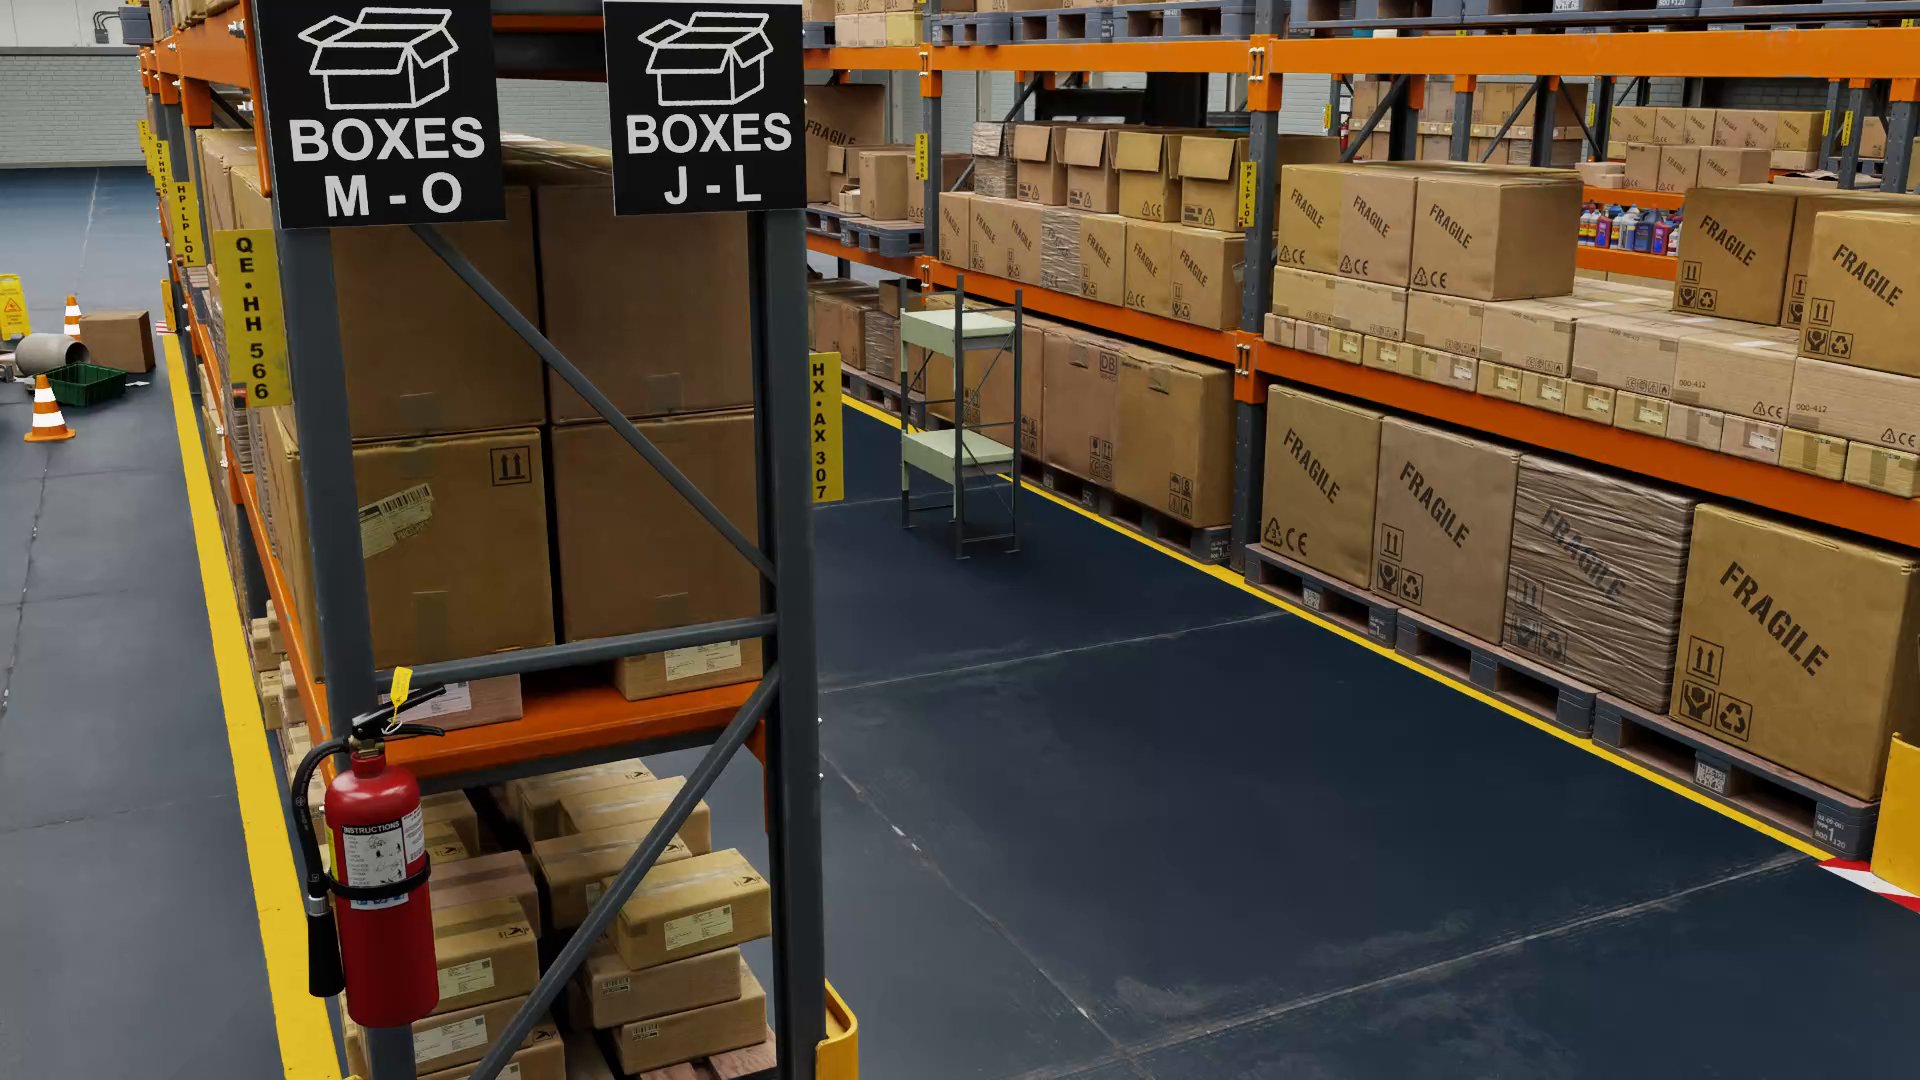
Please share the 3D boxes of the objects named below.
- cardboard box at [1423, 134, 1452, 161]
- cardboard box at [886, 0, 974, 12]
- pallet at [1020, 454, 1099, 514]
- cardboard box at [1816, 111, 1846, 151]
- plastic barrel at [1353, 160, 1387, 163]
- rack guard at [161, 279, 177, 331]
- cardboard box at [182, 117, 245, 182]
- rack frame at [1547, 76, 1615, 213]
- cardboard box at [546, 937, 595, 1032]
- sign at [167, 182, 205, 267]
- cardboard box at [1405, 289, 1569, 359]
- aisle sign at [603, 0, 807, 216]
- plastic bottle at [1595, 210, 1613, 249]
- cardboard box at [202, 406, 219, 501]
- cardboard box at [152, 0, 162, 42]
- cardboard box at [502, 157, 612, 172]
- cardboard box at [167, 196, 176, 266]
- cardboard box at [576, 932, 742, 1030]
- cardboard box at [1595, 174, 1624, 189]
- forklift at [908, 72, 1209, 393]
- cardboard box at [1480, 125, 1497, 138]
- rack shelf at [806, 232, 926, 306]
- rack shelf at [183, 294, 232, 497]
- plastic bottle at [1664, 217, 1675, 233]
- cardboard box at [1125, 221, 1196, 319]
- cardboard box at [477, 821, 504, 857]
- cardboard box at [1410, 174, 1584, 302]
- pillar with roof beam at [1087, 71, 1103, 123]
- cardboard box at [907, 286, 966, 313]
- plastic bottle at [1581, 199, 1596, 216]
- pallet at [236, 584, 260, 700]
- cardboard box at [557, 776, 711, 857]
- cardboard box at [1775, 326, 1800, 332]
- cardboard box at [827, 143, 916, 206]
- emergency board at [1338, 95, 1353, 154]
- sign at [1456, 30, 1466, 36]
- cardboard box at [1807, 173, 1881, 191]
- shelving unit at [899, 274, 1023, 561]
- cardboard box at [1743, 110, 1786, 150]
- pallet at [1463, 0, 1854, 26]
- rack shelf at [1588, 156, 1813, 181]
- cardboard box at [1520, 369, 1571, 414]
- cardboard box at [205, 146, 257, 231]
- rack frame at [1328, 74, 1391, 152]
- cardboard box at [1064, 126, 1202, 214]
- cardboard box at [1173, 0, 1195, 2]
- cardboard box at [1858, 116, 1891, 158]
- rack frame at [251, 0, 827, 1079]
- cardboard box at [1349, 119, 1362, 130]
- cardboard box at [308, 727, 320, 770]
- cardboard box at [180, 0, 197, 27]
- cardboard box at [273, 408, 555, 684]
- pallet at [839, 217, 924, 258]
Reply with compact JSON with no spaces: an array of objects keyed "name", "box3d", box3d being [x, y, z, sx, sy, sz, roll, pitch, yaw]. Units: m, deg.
[{"name":"cardboard box","box3d":[6.486,-5.043,21.704,0.700,0.500,0.500,-7,17,-23]},{"name":"cardboard box","box3d":[-0.224,-4.134,12.193,0.500,0.500,0.500,-7,17,-23]},{"name":"pallet","box3d":[1.018,-0.469,11.001,1.003,0.211,1.213,-8,18,-25]},{"name":"cardboard box","box3d":[11.798,-5.543,22.504,0.500,0.500,0.500,-8,18,-26]},{"name":"plastic barrel","box3d":[3.835,-3.302,15.615,0.421,0.512,0.421,0,16,0]},{"name":"rack guard","box3d":[-7.808,-2.530,17.659,1.175,0.500,0.348,-8,18,-25]},{"name":"cardboard box","box3d":[-5.374,-2.887,12.378,0.700,0.500,0.500,-7,18,-24]},{"name":"rack frame","box3d":[7.364,-4.504,20.007,1.000,3.000,0.127,-8,18,-25]},{"name":"cardboard box","box3d":[-0.918,1.187,4.583,0.380,0.149,0.250,-8,18,-25]},{"name":"sign","box3d":[-3.038,-1.238,6.528,0.100,0.325,0.005,-8,18,-25]},{"name":"cardboard box","box3d":[2.378,-0.995,7.512,0.500,0.250,0.500,-7,18,-24]},{"name":"aisle sign","box3d":[-0.487,-1.025,3.173,0.394,0.787,0.004,-8,18,-25]},{"name":"plastic bottle","box3d":[5.027,-2.420,12.956,0.061,0.283,0.133,-8,18,-25]},{"name":"cardboard box","box3d":[-4.212,-0.536,9.949,0.500,0.500,0.500,-8,18,-27]},{"name":"cardboard box","box3d":[-4.056,-2.934,8.919,0.500,0.500,0.500,-8,18,-25]},{"name":"cardboard box","box3d":[-0.973,-0.697,4.209,0.500,0.500,0.500,-7,17,-23]},{"name":"cardboard box","box3d":[-5.396,-2.243,11.948,0.500,0.500,0.500,-7,18,-24]},{"name":"cardboard box","box3d":[-0.787,1.107,4.324,0.380,0.149,0.250,-7,17,-23]},{"name":"cardboard box","box3d":[7.569,-4.139,19.190,0.380,0.149,0.250,-8,18,-25]},{"name":"forklift","box3d":[1.106,-2.368,12.688,3.031,2.935,1.130,4,16,12]},{"name":"cardboard box","box3d":[6.713,-5.096,20.714,0.380,0.149,0.250,-8,18,-25]},{"name":"rack shelf","box3d":[-0.666,-2.466,14.210,1.077,0.370,4.000,-8,18,-25]},{"name":"rack shelf","box3d":[-3.417,-0.900,8.752,1.077,0.370,4.000,-8,18,-25]},{"name":"plastic bottle","box3d":[5.331,-2.292,12.531,0.097,0.271,0.097,0,16,0]},{"name":"cardboard box","box3d":[1.301,-1.578,9.632,0.500,0.500,0.500,-7,17,-23]},{"name":"cardboard box","box3d":[-1.530,0.964,4.822,0.380,0.149,0.250,-8,18,-26]},{"name":"cardboard box","box3d":[2.383,-1.354,7.404,0.500,0.500,0.500,-8,18,-27]},{"name":"pillar with roof beam","box3d":[-0.608,-12.853,38.224,9.100,9.000,0.400,-8,18,-25]},{"name":"cardboard box","box3d":[-0.110,-1.849,13.129,0.500,0.250,0.500,-7,17,-23]},{"name":"plastic bottle","box3d":[5.324,-2.752,14.115,0.061,0.283,0.133,-8,18,-25]},{"name":"pallet","box3d":[-2.883,0.398,7.981,1.003,0.211,1.213,-8,18,-25]},{"name":"cardboard box","box3d":[-0.936,0.822,4.777,0.380,0.149,0.250,-8,18,-25]},{"name":"cardboard box","box3d":[3.514,-0.683,6.424,0.500,0.250,0.500,-8,18,-26]},{"name":"cardboard box","box3d":[-0.700,-3.140,14.307,0.797,0.503,0.637,-6,17,-19]},{"name":"emergency board","box3d":[7.471,-8.131,32.647,0.194,1.169,0.643,-8,18,-25]},{"name":"sign","box3d":[4.171,-4.237,13.831,0.100,0.325,0.005,-8,18,-25]},{"name":"cardboard box","box3d":[8.997,-3.565,16.895,0.500,0.311,0.500,-6,17,-21]},{"name":"shelving unit","box3d":[-0.003,-0.723,9.550,0.431,1.500,0.755,-8,18,-25]},{"name":"cardboard box","box3d":[11.107,-5.604,22.717,0.500,0.500,0.500,-8,18,-25]},{"name":"pallet","box3d":[2.842,-2.217,6.760,1.003,0.211,1.213,-8,18,-25]},{"name":"rack shelf","box3d":[10.940,-5.253,23.923,1.077,0.370,4.000,-8,18,-25]},{"name":"cardboard box","box3d":[2.593,-0.639,6.994,0.380,0.149,0.250,-7,18,-24]},{"name":"cardboard box","box3d":[-1.905,-0.897,4.905,0.500,0.500,0.500,-8,18,-27]},{"name":"rack frame","box3d":[5.612,-5.496,23.463,1.000,3.000,0.127,-8,18,-25]},{"name":"cardboard box","box3d":[1.099,-2.335,10.451,0.797,0.503,0.637,-7,17,-23]},{"name":"cardboard box","box3d":[1.563,-3.208,9.452,0.500,0.311,0.500,-8,18,-27]},{"name":"cardboard box","box3d":[12.008,-5.232,21.567,0.700,0.500,0.500,-8,18,-25]},{"name":"rack frame","box3d":[-0.785,0.242,3.470,0.949,2.616,0.053,-8,18,-25]},{"name":"cardboard box","box3d":[5.590,-5.732,22.930,0.380,0.149,0.250,-8,18,-25]},{"name":"cardboard box","box3d":[-1.914,0.634,5.432,0.380,0.149,0.250,-8,18,-25]},{"name":"cardboard box","box3d":[-2.137,-1.718,5.133,0.500,0.250,0.500,-7,17,-23]},{"name":"cardboard box","box3d":[-1.216,-0.029,3.694,0.500,0.500,0.500,-7,18,-24]},{"name":"pallet","box3d":[-0.198,-2.387,12.980,1.213,0.211,1.003,-8,18,-25]}]
